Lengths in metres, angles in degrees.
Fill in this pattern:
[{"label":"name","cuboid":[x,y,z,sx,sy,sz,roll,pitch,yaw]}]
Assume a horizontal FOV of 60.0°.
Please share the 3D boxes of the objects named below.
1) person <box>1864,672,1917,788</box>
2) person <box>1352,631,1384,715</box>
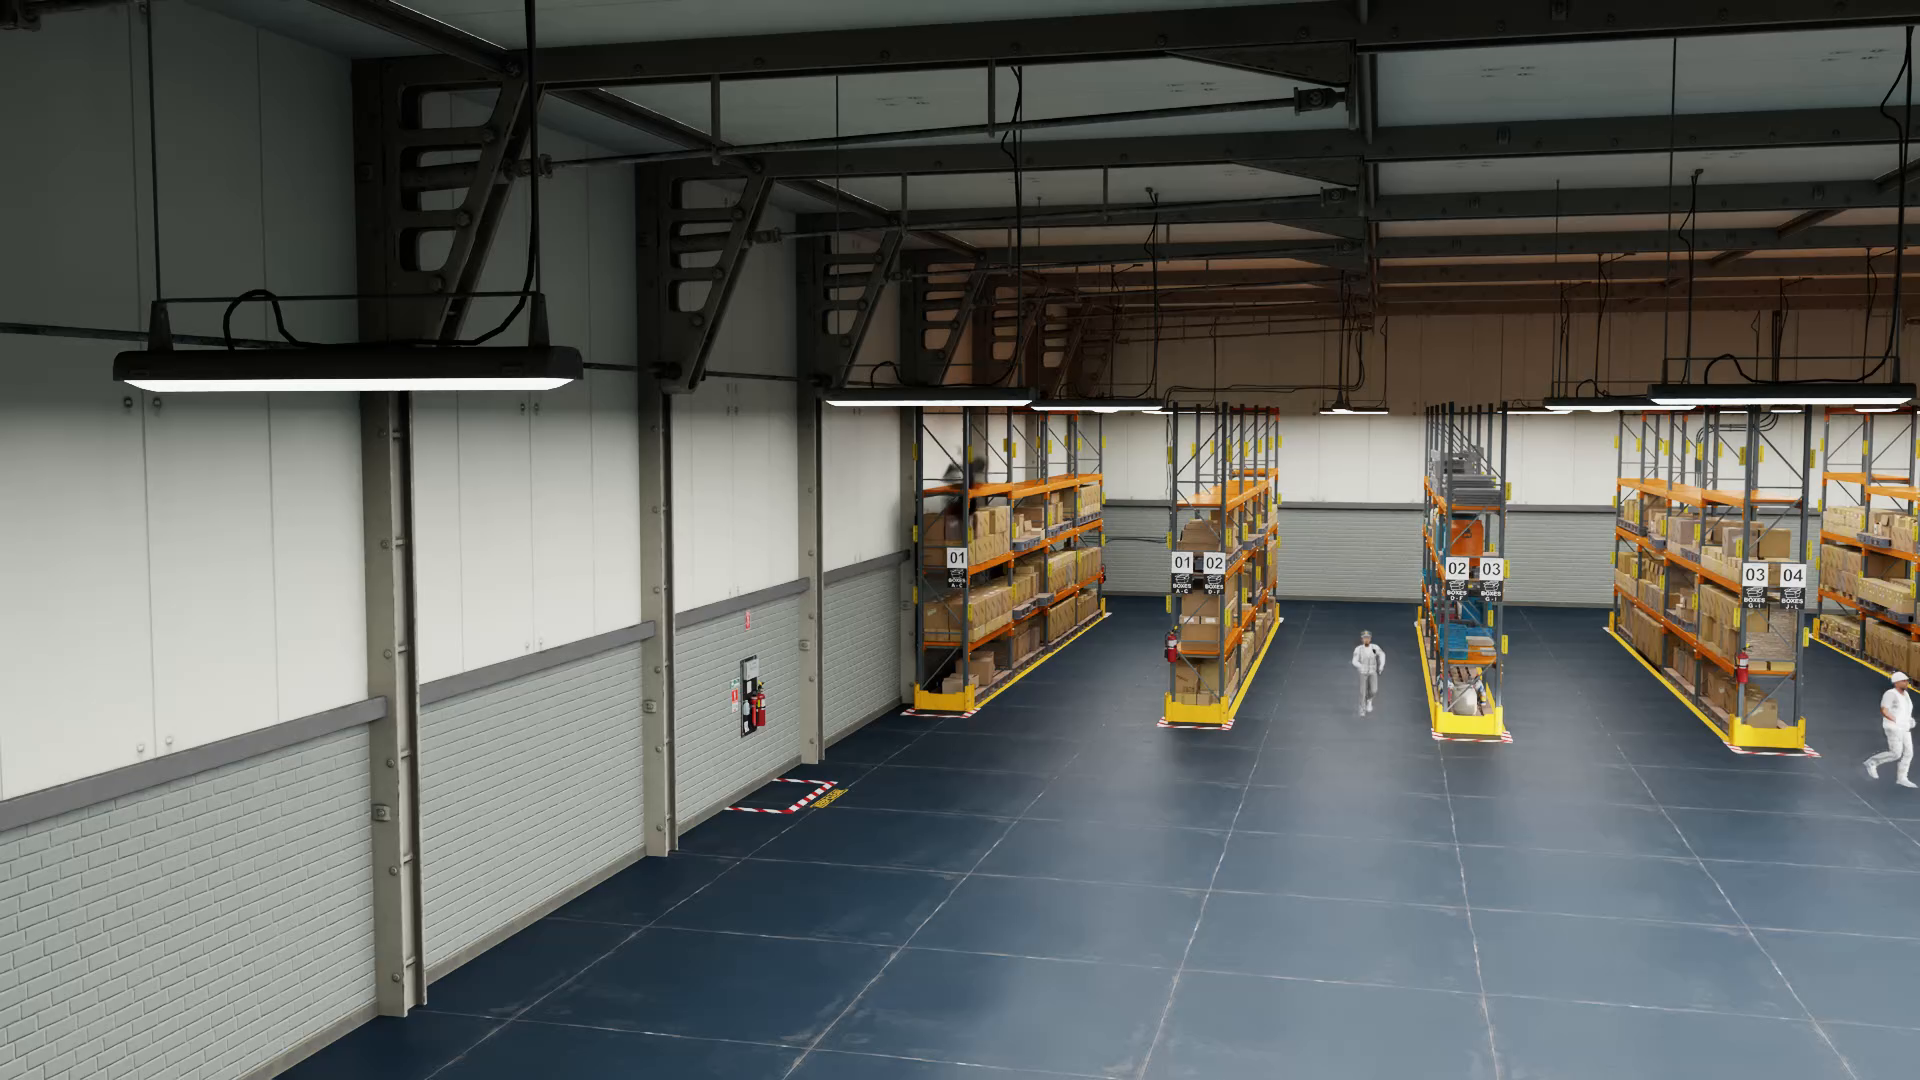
[{"label":"person","cuboid":[14.562,2.932,25.926,0.709,1.773,0.758,-3,5,-37]},{"label":"person","cuboid":[7.795,2.552,31.716,0.634,1.639,0.728,0,4,6]}]
